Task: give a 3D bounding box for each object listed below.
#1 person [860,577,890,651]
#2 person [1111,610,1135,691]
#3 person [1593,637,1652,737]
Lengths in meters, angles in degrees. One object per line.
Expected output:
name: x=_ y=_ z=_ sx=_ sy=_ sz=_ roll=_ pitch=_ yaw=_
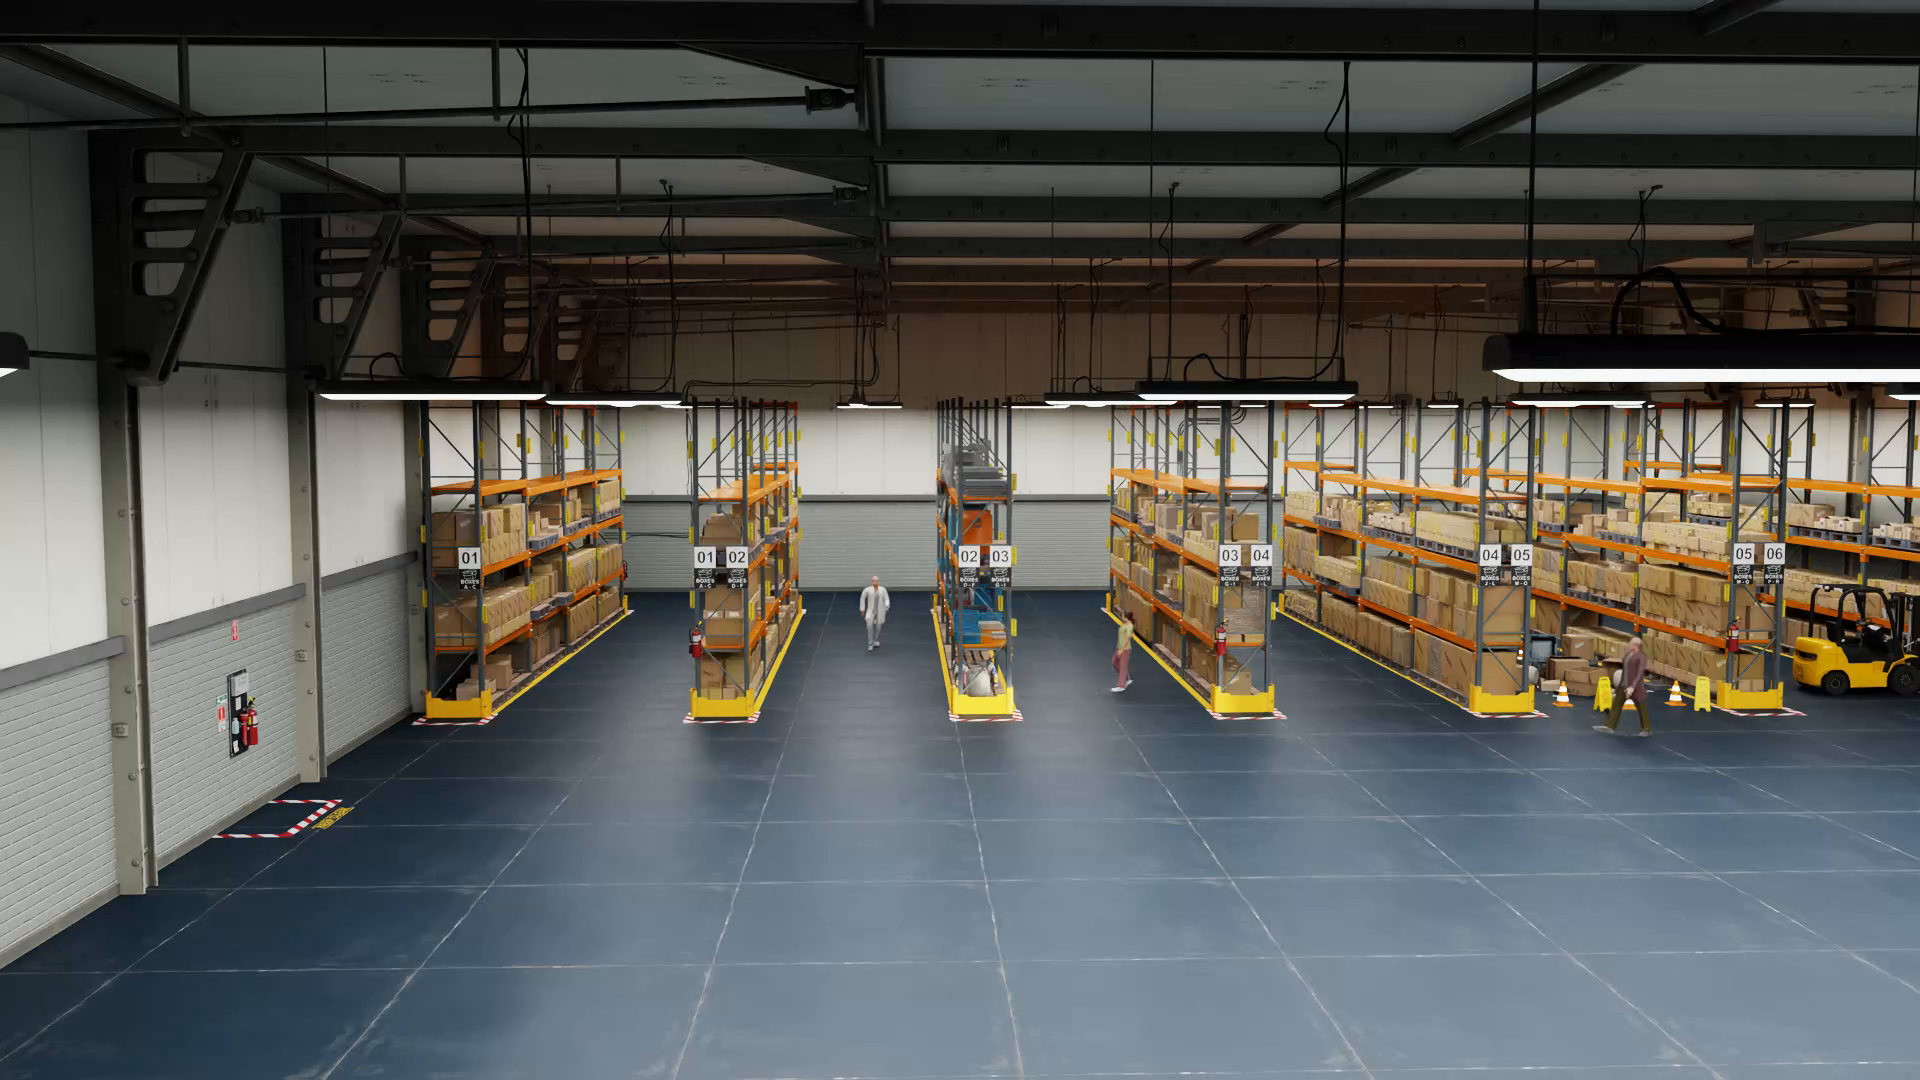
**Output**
person: x=-2.054 y=1.789 z=40.236 sx=0.735 sy=1.814 sz=0.935 roll=0 pitch=4 yaw=2
person: x=3.320 y=2.262 z=34.083 sx=0.520 sy=1.672 sz=0.524 roll=-1 pitch=5 yaw=-15
person: x=11.747 y=2.576 z=29.302 sx=0.840 sy=1.750 sz=0.729 roll=-2 pitch=5 yaw=-24
